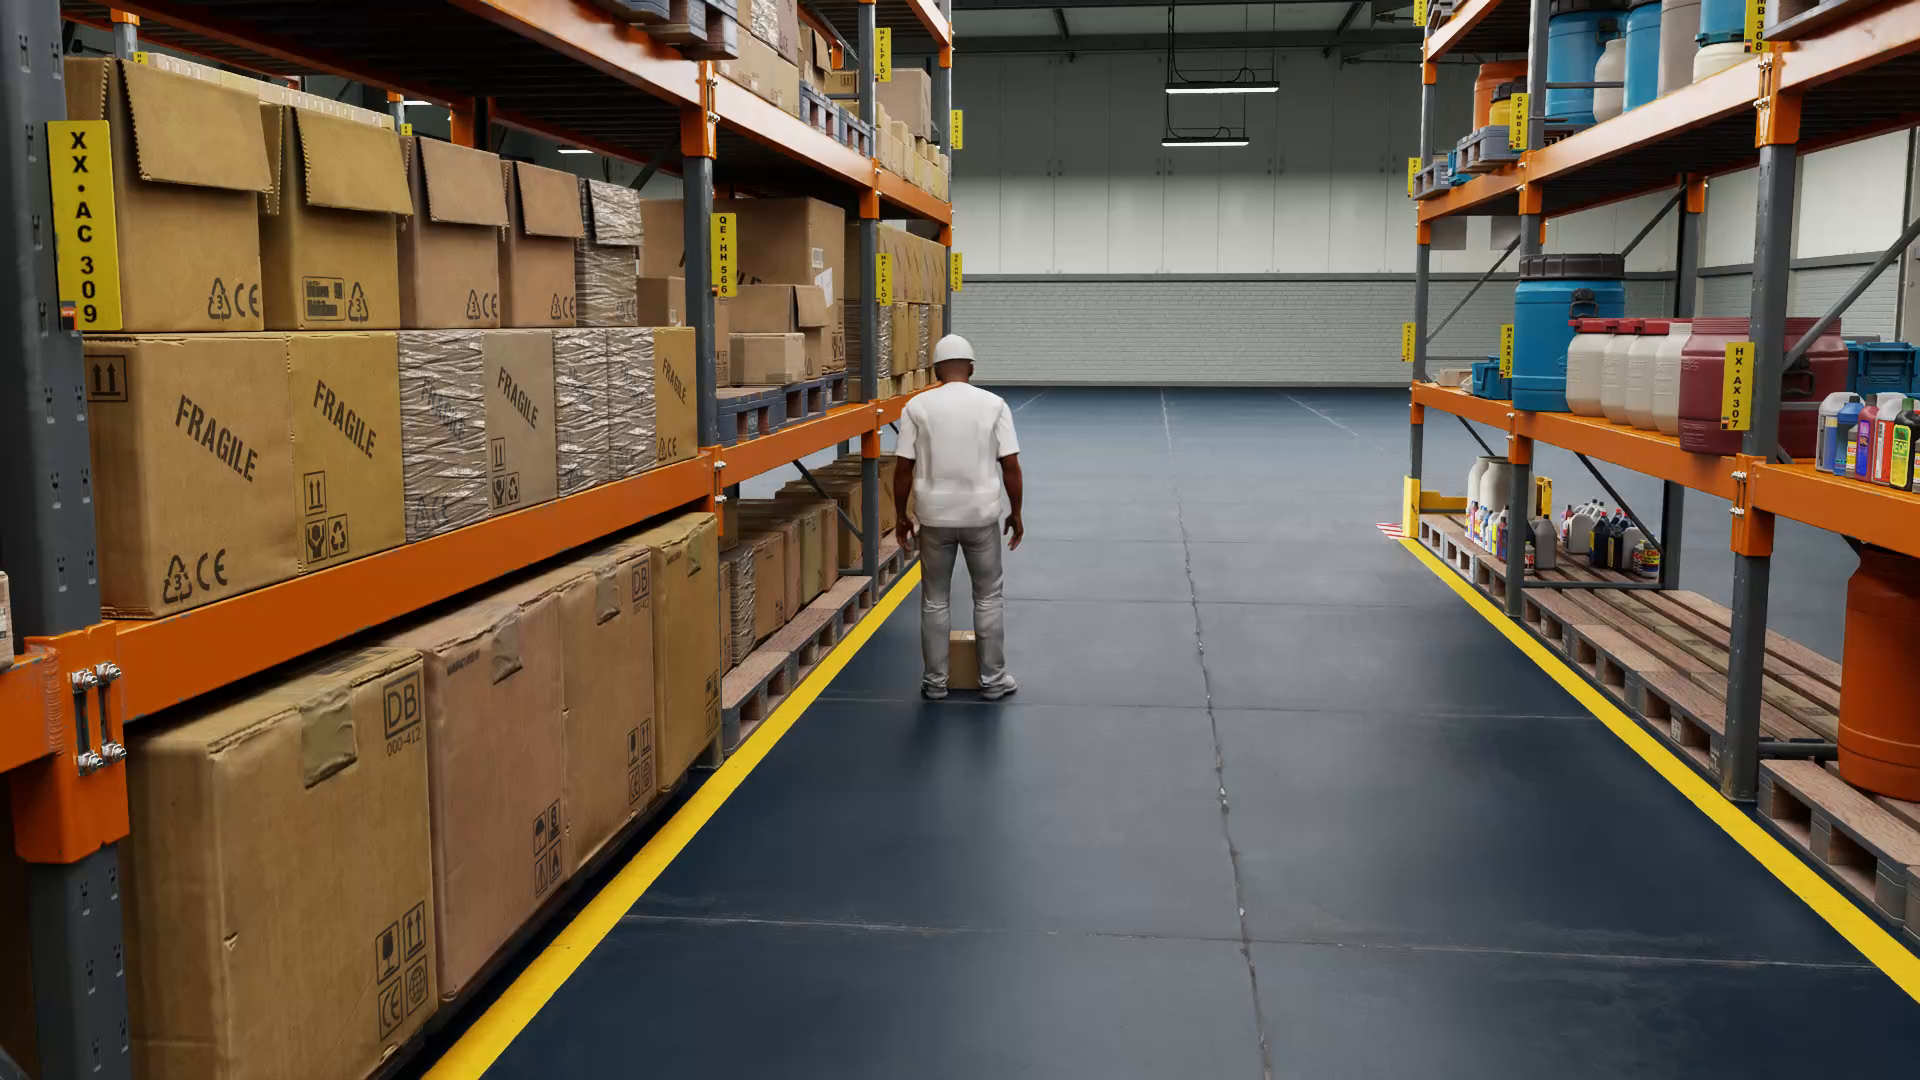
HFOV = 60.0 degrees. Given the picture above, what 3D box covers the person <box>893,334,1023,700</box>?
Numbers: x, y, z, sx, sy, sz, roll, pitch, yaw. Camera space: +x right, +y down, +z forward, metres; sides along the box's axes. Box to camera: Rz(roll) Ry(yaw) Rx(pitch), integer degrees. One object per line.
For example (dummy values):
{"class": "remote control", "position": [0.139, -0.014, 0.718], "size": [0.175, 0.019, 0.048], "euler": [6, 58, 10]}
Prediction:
{"class": "person", "position": [-0.007, -0.112, 8.078], "size": [0.629, 1.759, 0.467], "euler": [0, 8, 3]}
